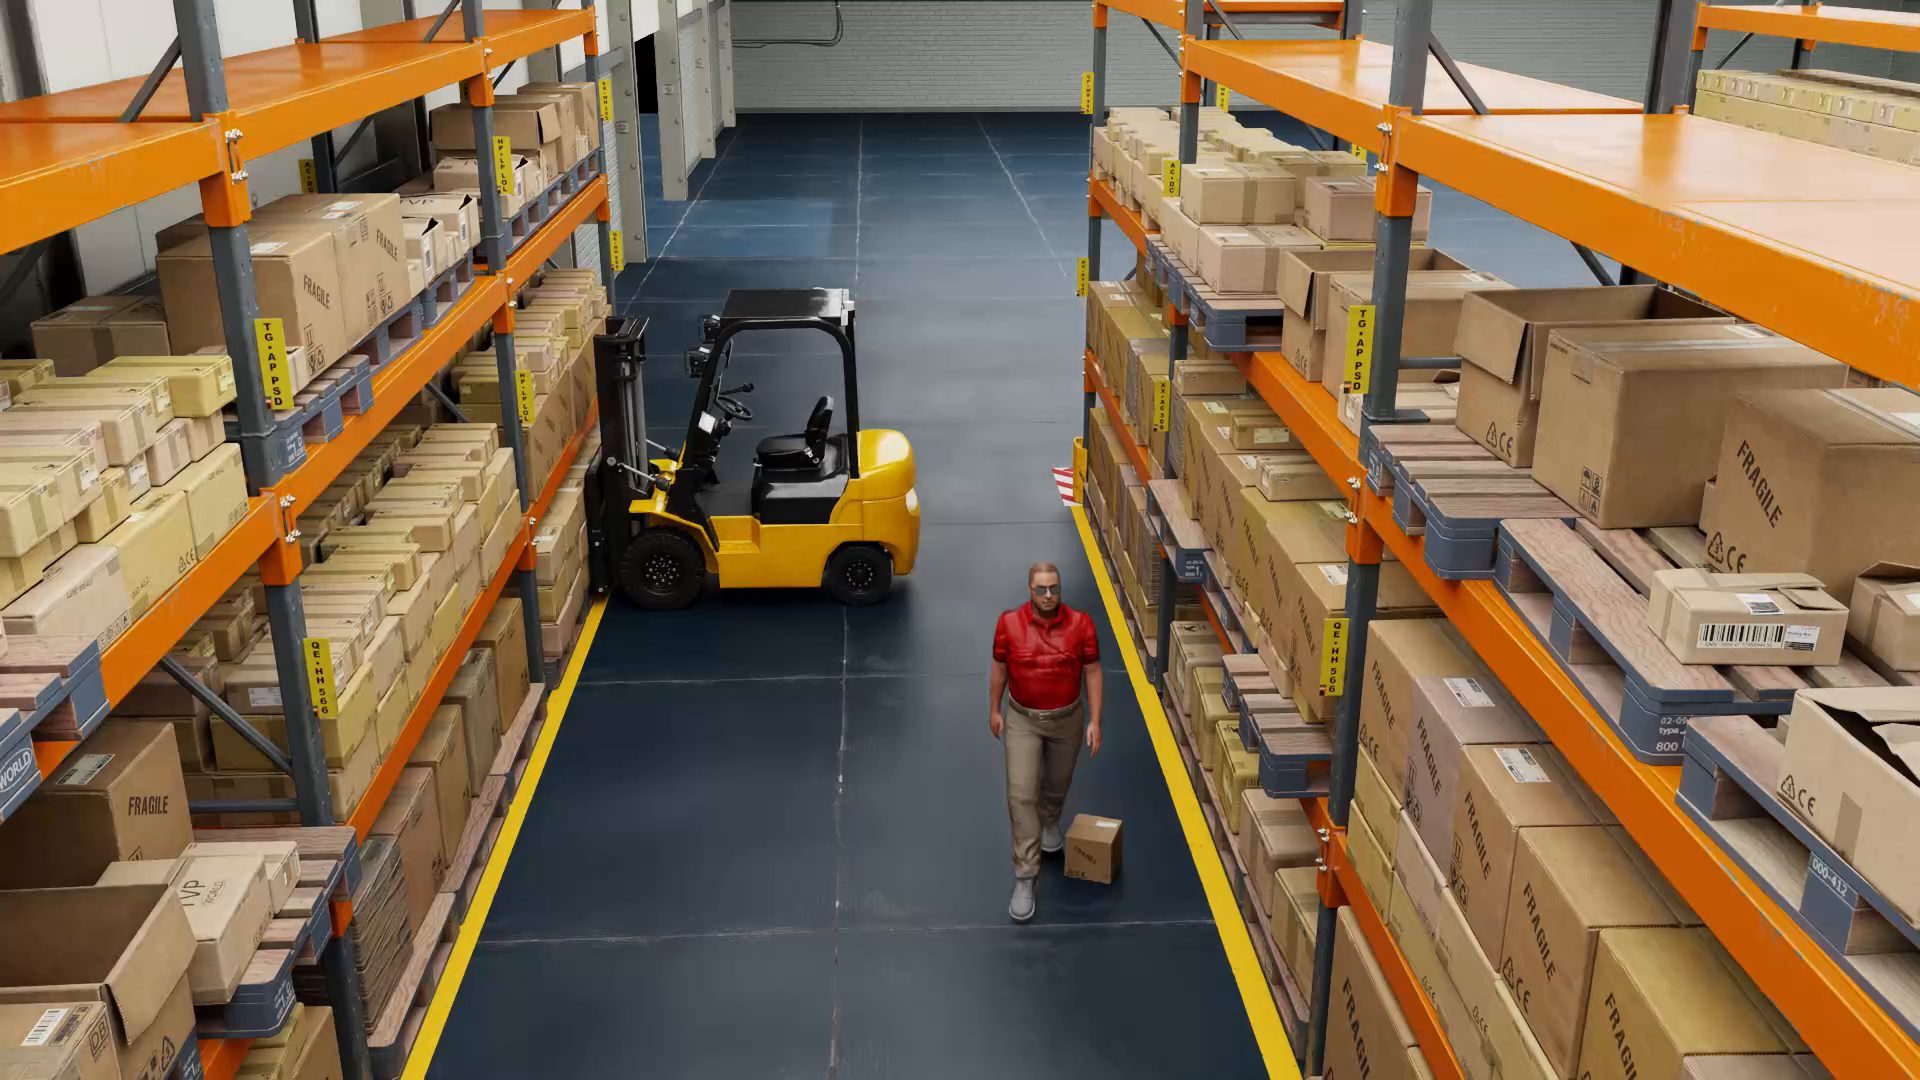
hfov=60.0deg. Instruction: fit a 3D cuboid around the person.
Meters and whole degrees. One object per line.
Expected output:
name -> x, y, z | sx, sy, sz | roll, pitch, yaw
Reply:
person -> 0.453, 0.958, 8.489 | 0.563, 1.708, 0.904 | -2, 20, -5
